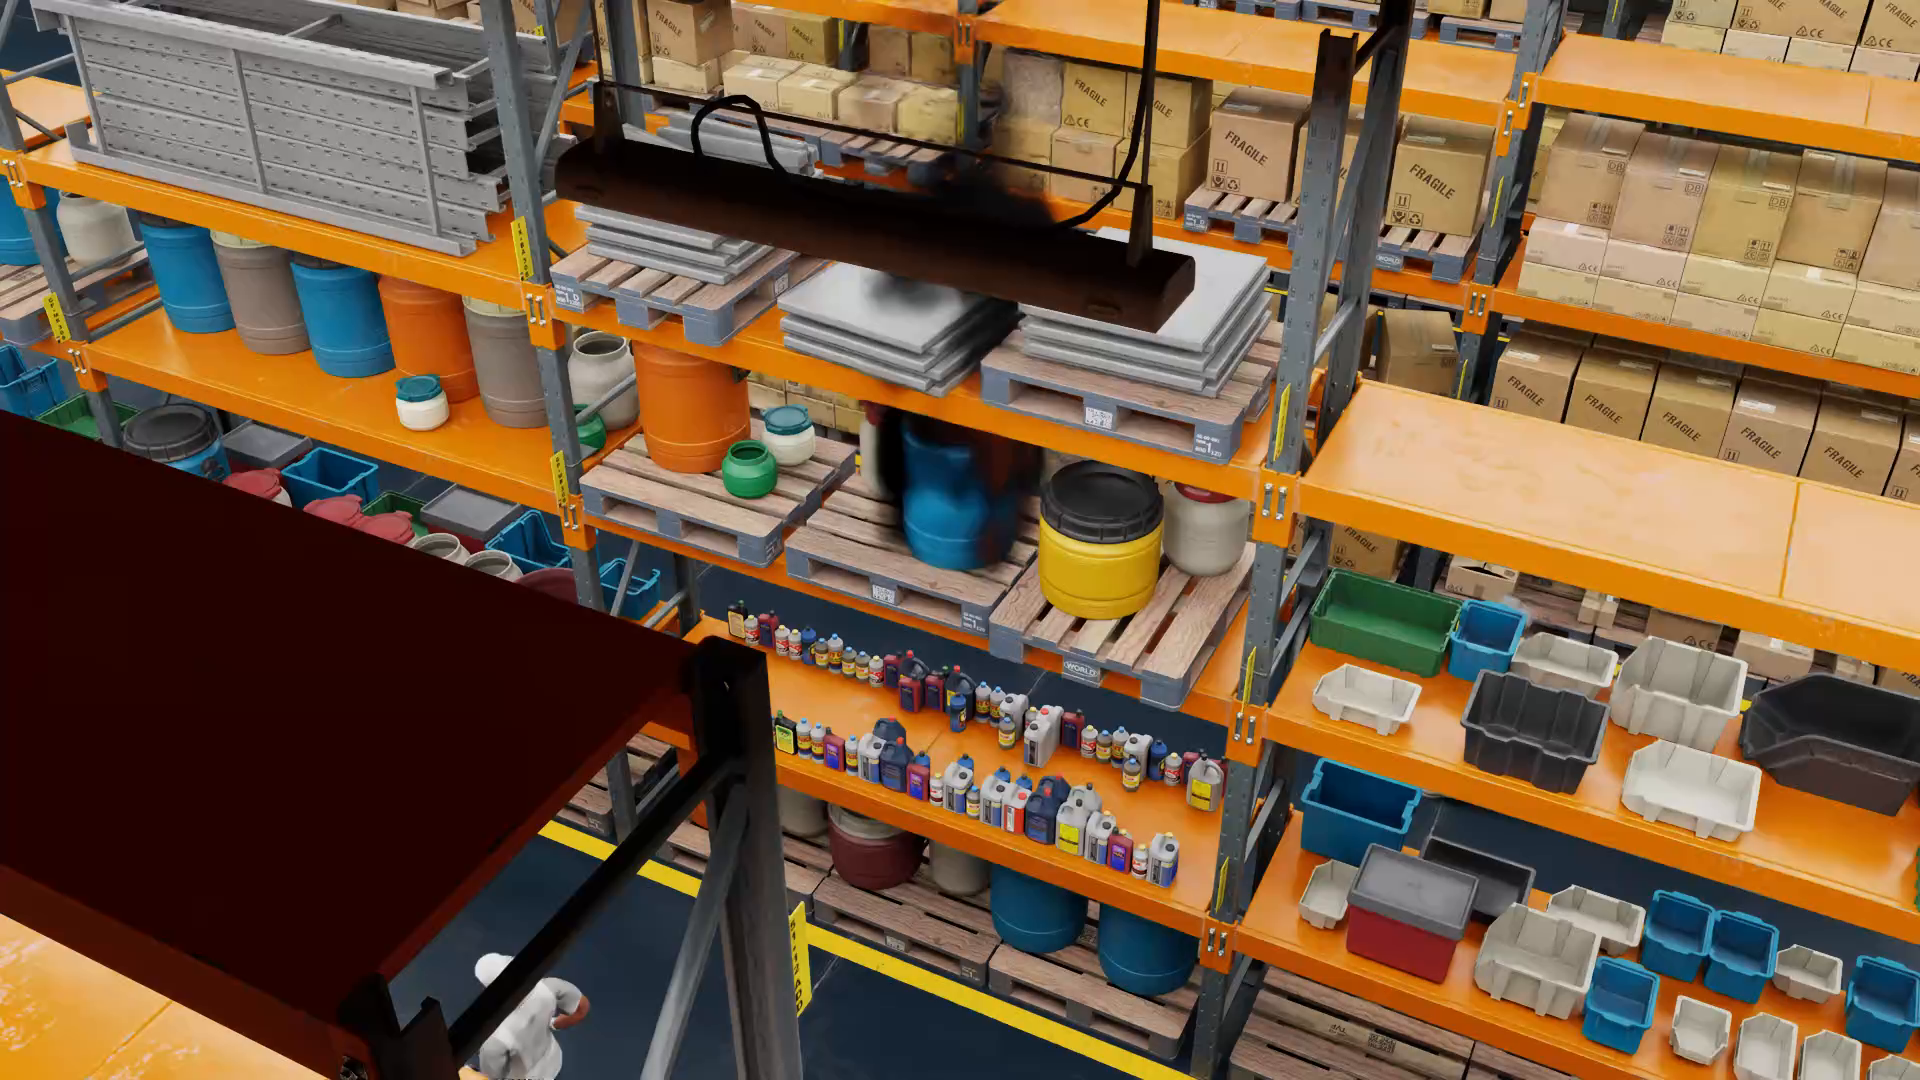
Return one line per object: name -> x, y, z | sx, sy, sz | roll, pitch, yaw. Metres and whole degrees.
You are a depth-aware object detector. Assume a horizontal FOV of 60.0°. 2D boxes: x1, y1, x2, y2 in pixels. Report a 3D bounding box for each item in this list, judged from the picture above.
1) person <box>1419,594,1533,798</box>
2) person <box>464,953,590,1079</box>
person -> 3.507, 1.084, 10.875 | 0.761, 1.697, 0.641 | 8, 36, 12
person -> -2.161, 2.739, 8.450 | 0.845, 1.774, 0.655 | 15, 38, 21
